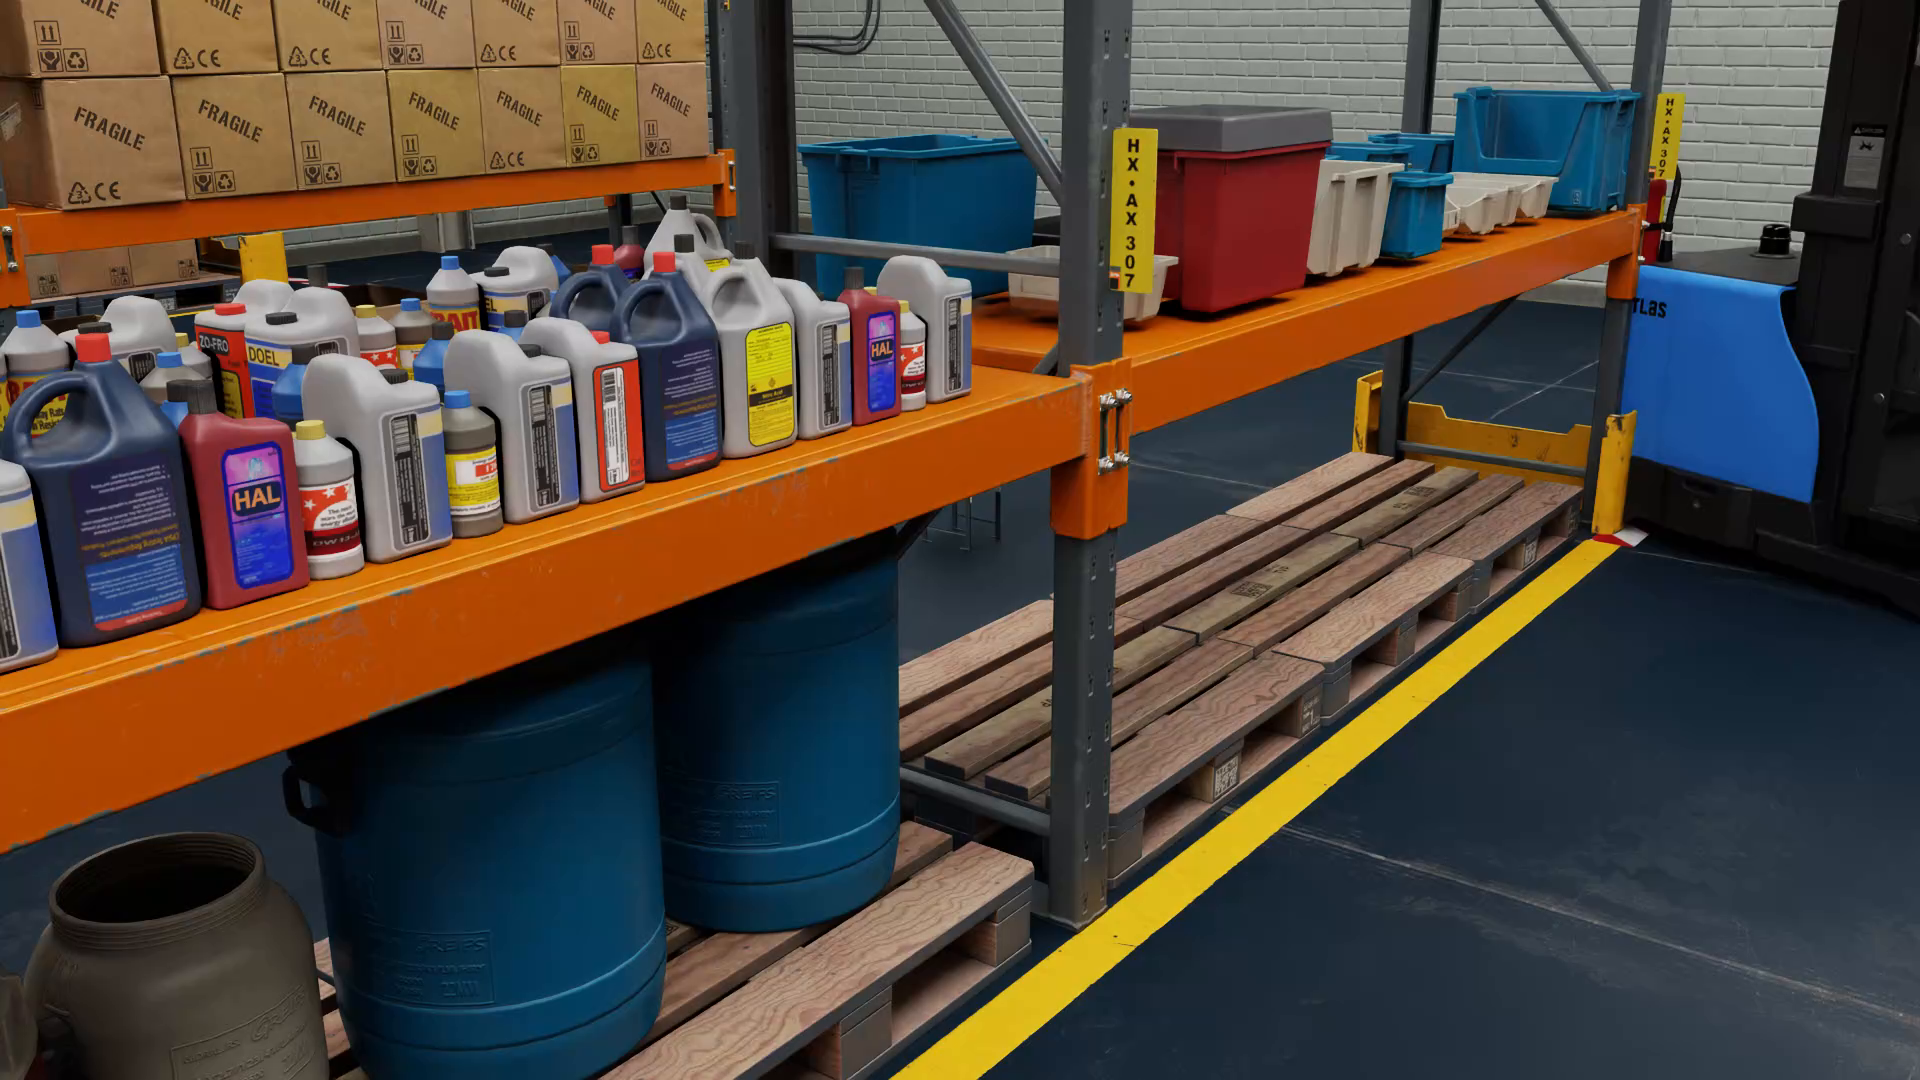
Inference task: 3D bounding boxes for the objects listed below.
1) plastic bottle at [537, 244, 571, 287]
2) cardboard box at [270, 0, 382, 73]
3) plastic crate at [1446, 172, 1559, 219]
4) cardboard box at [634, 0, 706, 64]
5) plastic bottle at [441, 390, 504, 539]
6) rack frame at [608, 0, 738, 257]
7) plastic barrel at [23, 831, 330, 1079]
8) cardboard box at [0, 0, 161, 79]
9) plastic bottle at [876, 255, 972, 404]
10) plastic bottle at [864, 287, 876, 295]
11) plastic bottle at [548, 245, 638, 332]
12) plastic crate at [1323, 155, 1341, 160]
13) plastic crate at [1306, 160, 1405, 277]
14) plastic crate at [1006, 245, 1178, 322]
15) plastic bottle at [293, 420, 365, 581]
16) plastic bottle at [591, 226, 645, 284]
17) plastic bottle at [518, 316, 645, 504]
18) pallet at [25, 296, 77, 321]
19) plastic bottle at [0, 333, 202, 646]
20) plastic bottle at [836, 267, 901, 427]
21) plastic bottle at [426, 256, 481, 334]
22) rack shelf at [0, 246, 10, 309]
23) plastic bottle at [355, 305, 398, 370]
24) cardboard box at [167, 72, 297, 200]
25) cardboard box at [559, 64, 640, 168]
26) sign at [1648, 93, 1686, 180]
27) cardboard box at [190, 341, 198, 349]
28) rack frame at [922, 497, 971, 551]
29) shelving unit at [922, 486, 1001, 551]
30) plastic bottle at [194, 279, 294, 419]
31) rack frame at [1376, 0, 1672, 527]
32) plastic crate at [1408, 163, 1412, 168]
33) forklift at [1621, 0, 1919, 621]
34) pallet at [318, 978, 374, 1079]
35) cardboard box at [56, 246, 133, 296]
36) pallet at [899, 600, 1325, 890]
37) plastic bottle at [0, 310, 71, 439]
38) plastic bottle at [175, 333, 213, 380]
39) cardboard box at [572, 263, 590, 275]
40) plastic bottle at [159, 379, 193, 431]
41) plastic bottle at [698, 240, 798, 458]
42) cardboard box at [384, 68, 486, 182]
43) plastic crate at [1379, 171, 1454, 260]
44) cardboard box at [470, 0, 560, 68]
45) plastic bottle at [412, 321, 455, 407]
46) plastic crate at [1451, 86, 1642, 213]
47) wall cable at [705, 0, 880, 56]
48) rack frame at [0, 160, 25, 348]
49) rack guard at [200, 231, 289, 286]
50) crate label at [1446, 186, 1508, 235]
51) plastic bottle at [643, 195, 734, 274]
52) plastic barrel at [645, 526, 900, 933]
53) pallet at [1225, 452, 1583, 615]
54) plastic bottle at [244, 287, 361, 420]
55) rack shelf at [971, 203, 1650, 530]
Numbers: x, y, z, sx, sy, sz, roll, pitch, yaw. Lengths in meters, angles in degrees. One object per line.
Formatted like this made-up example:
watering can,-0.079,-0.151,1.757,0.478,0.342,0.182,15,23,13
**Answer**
plastic bottle,-0.844,-0.470,3.418,0.097,0.271,0.097,0,17,0
cardboard box,-2.947,-2.339,7.362,0.500,0.500,0.500,12,21,33
plastic crate,1.952,-1.259,6.082,0.396,0.136,0.243,12,21,35
cardboard box,-1.728,-2.829,8.941,0.500,0.500,0.500,12,21,34
plastic bottle,-0.712,-0.112,2.381,0.097,0.201,0.097,0,17,0
rack frame,-1.684,-2.458,9.602,1.000,3.000,0.127,12,21,35
plastic barrel,-1.259,0.772,2.687,0.421,0.512,0.421,0,17,0
cardboard box,-3.560,-2.093,6.572,0.500,0.500,0.500,13,22,36
plastic bottle,-0.066,-0.419,3.245,0.152,0.276,0.135,12,21,35
plastic bottle,-0.178,-0.401,3.313,0.097,0.201,0.097,0,17,0
plastic bottle,-0.602,-0.311,2.769,0.144,0.351,0.185,12,21,35
plastic crate,1.096,-1.217,5.785,0.416,0.233,0.300,12,21,35
plastic crate,0.967,-0.933,4.788,0.437,0.282,0.530,12,21,35
plastic crate,0.301,-0.618,4.019,0.396,0.136,0.243,12,21,35
plastic bottle,-0.850,-0.057,2.203,0.097,0.201,0.097,0,17,0
plastic bottle,-0.732,-0.530,3.589,0.061,0.283,0.133,12,21,35
plastic bottle,-0.585,-0.212,2.578,0.152,0.276,0.135,12,21,35
pallet,-6.805,-1.507,11.242,1.003,0.211,1.213,12,21,35
plastic bottle,-1.032,-0.067,1.984,0.144,0.351,0.185,12,21,35
plastic bottle,-0.168,-0.360,3.040,0.061,0.283,0.133,12,21,35
plastic bottle,-0.982,-0.415,3.240,0.097,0.271,0.097,0,17,0
rack shelf,-5.259,-0.686,5.107,1.077,0.370,4.000,12,21,35
plastic bottle,-1.098,-0.335,3.101,0.097,0.201,0.097,0,17,0
cardboard box,-3.242,-1.749,7.150,0.500,0.500,0.500,13,21,36
cardboard box,-2.038,-2.227,8.689,0.500,0.500,0.500,13,21,35
sign,2.744,-1.567,6.456,0.100,0.325,0.005,12,21,35
cardboard box,-3.509,-0.796,8.041,0.500,0.311,0.500,12,21,35
rack frame,-0.056,-0.407,6.539,0.240,0.900,0.006,12,21,35
shelving unit,0.005,-0.432,6.617,0.258,0.900,0.210,12,21,35
plastic bottle,-1.225,-0.307,2.883,0.152,0.276,0.135,12,21,35
rack frame,2.292,-1.582,6.781,1.000,3.000,0.127,12,21,35
plastic crate,1.623,-1.422,6.610,0.250,0.136,0.298,12,21,35
forklift,3.792,-1.190,5.633,1.130,2.935,3.031,-9,19,-27
pallet,-1.311,1.171,2.619,1.003,0.211,1.213,12,21,35
cardboard box,-6.299,-2.036,11.749,0.700,0.500,0.500,12,21,35
pallet,0.316,0.520,4.712,1.003,0.211,1.213,12,21,35
plastic bottle,-1.454,-0.226,2.632,0.097,0.271,0.097,0,17,0
plastic bottle,-1.316,-0.248,2.821,0.097,0.201,0.097,0,17,0
cardboard box,-1.810,-1.302,9.350,0.500,0.500,0.500,12,21,35
plastic bottle,-0.978,-0.069,2.125,0.097,0.271,0.097,0,17,0
plastic bottle,-0.376,-0.329,2.829,0.144,0.351,0.185,12,21,35
cardboard box,-2.640,-1.989,7.923,0.500,0.500,0.500,12,21,34
plastic crate,1.274,-0.996,5.076,0.416,0.233,0.300,12,21,35
cardboard box,-2.334,-2.584,8.153,0.500,0.500,0.500,13,22,36
plastic bottle,-0.776,-0.195,2.532,0.097,0.271,0.097,0,17,0
plastic crate,2.243,-1.515,6.403,0.616,0.435,0.499,12,21,35
wall cable,-2.007,-5.999,16.124,3.097,2.526,0.112,12,21,35
rack frame,-4.067,-1.506,6.534,1.000,3.000,0.127,12,21,35
rack guard,-5.650,-2.145,12.807,1.175,0.500,0.348,12,21,35
crate label,1.621,-1.122,5.641,0.396,0.136,0.243,12,21,35
plastic bottle,-0.585,-0.570,3.604,0.144,0.351,0.185,12,21,35
plastic barrel,-0.429,0.299,3.554,0.600,0.901,0.708,12,21,35
pallet,1.770,-0.061,6.584,1.003,0.211,1.213,12,21,35
plastic bottle,-1.103,-0.280,2.796,0.152,0.276,0.135,12,21,35
rack shelf,1.100,-0.762,5.353,1.077,0.370,4.000,12,21,35
